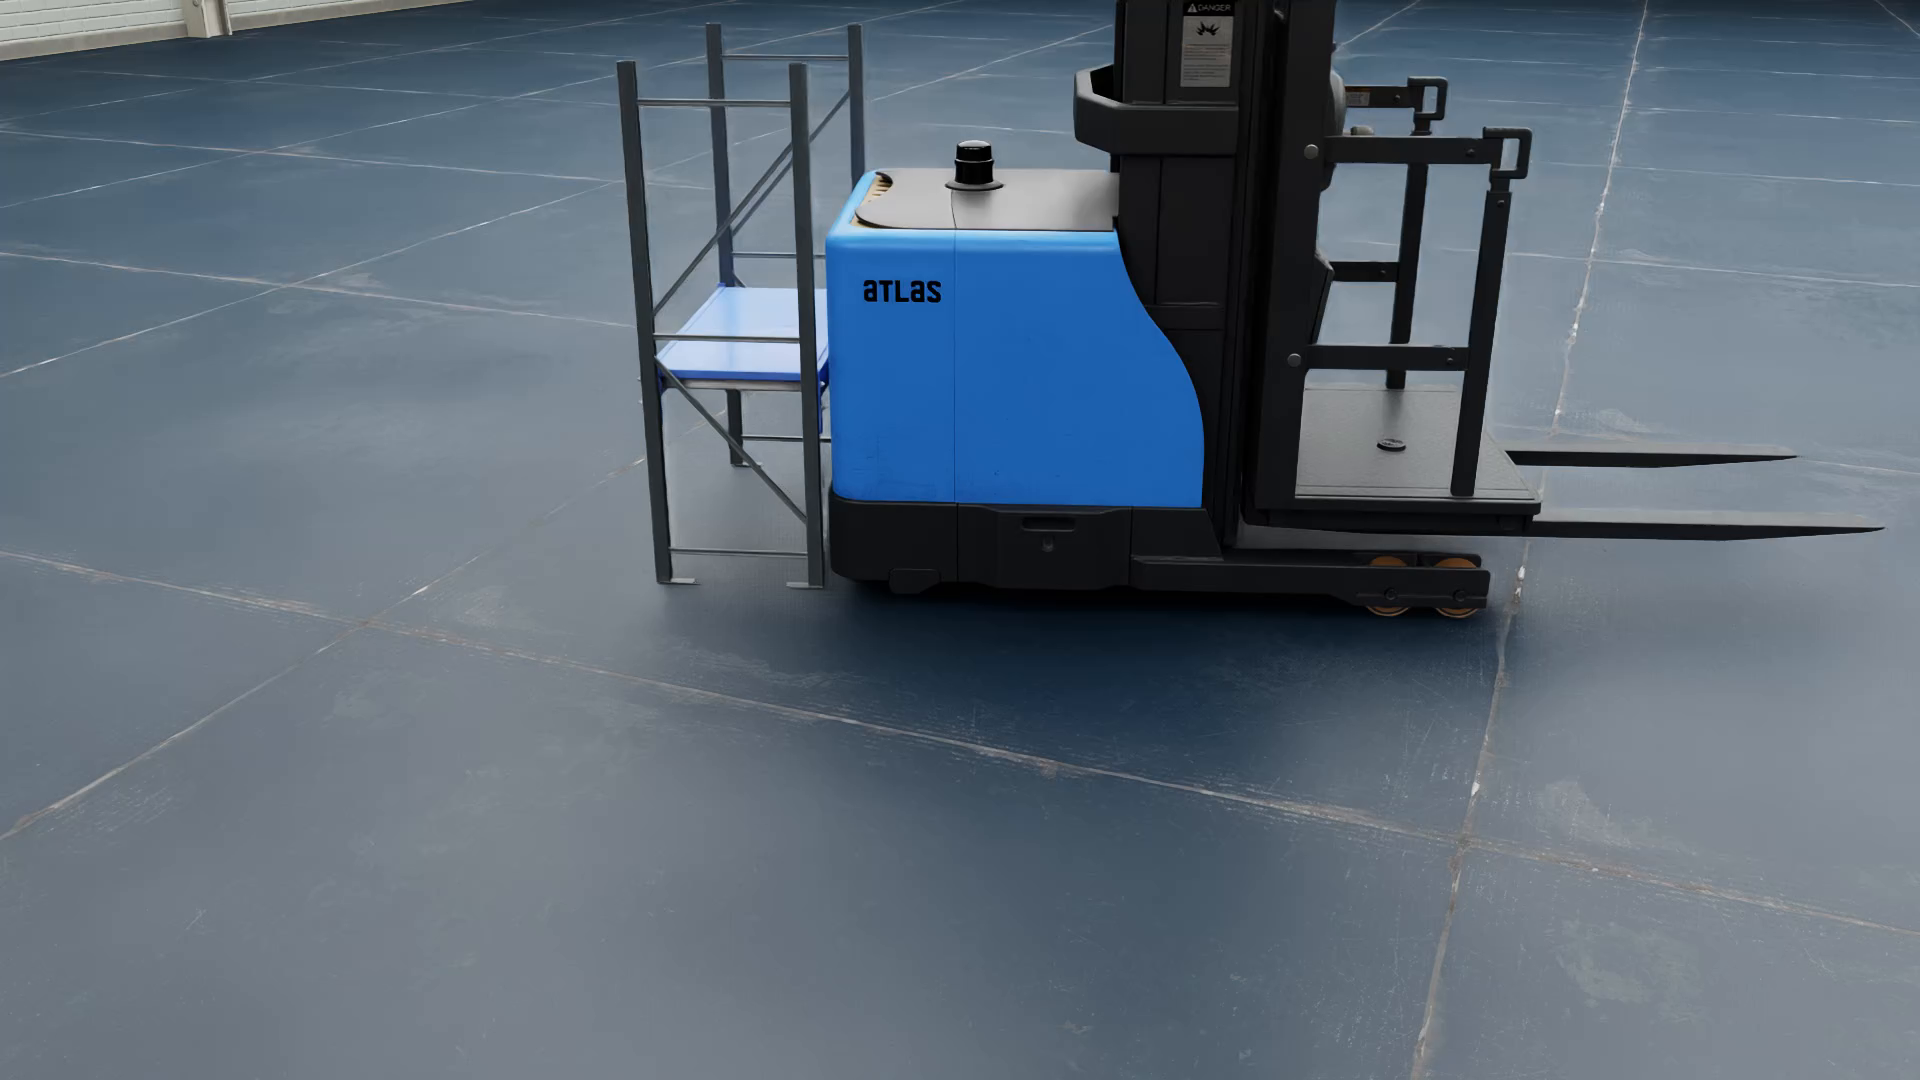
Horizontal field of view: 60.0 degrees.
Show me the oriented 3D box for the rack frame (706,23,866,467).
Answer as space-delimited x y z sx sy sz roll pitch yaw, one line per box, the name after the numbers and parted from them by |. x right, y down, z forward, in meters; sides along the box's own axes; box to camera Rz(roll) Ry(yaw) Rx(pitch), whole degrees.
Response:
-0.560 -0.949 5.576 0.500 1.500 0.032 2 23 5 | rack frame

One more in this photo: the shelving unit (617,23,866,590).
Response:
-0.605 -0.754 5.109 0.538 1.500 1.048 2 23 5 | shelving unit

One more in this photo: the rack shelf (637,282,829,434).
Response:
-0.605 -0.588 5.178 0.538 0.185 1.000 2 23 5 | rack shelf

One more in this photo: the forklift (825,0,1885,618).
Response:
1.156 -1.342 4.661 3.031 2.935 1.130 1 23 3 | forklift

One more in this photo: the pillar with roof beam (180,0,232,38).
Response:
-4.659 -9.356 15.973 9.100 9.000 0.400 9 24 20 | pillar with roof beam

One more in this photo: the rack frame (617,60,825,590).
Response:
-0.650 -0.559 4.641 0.500 1.500 0.032 2 23 5 | rack frame
